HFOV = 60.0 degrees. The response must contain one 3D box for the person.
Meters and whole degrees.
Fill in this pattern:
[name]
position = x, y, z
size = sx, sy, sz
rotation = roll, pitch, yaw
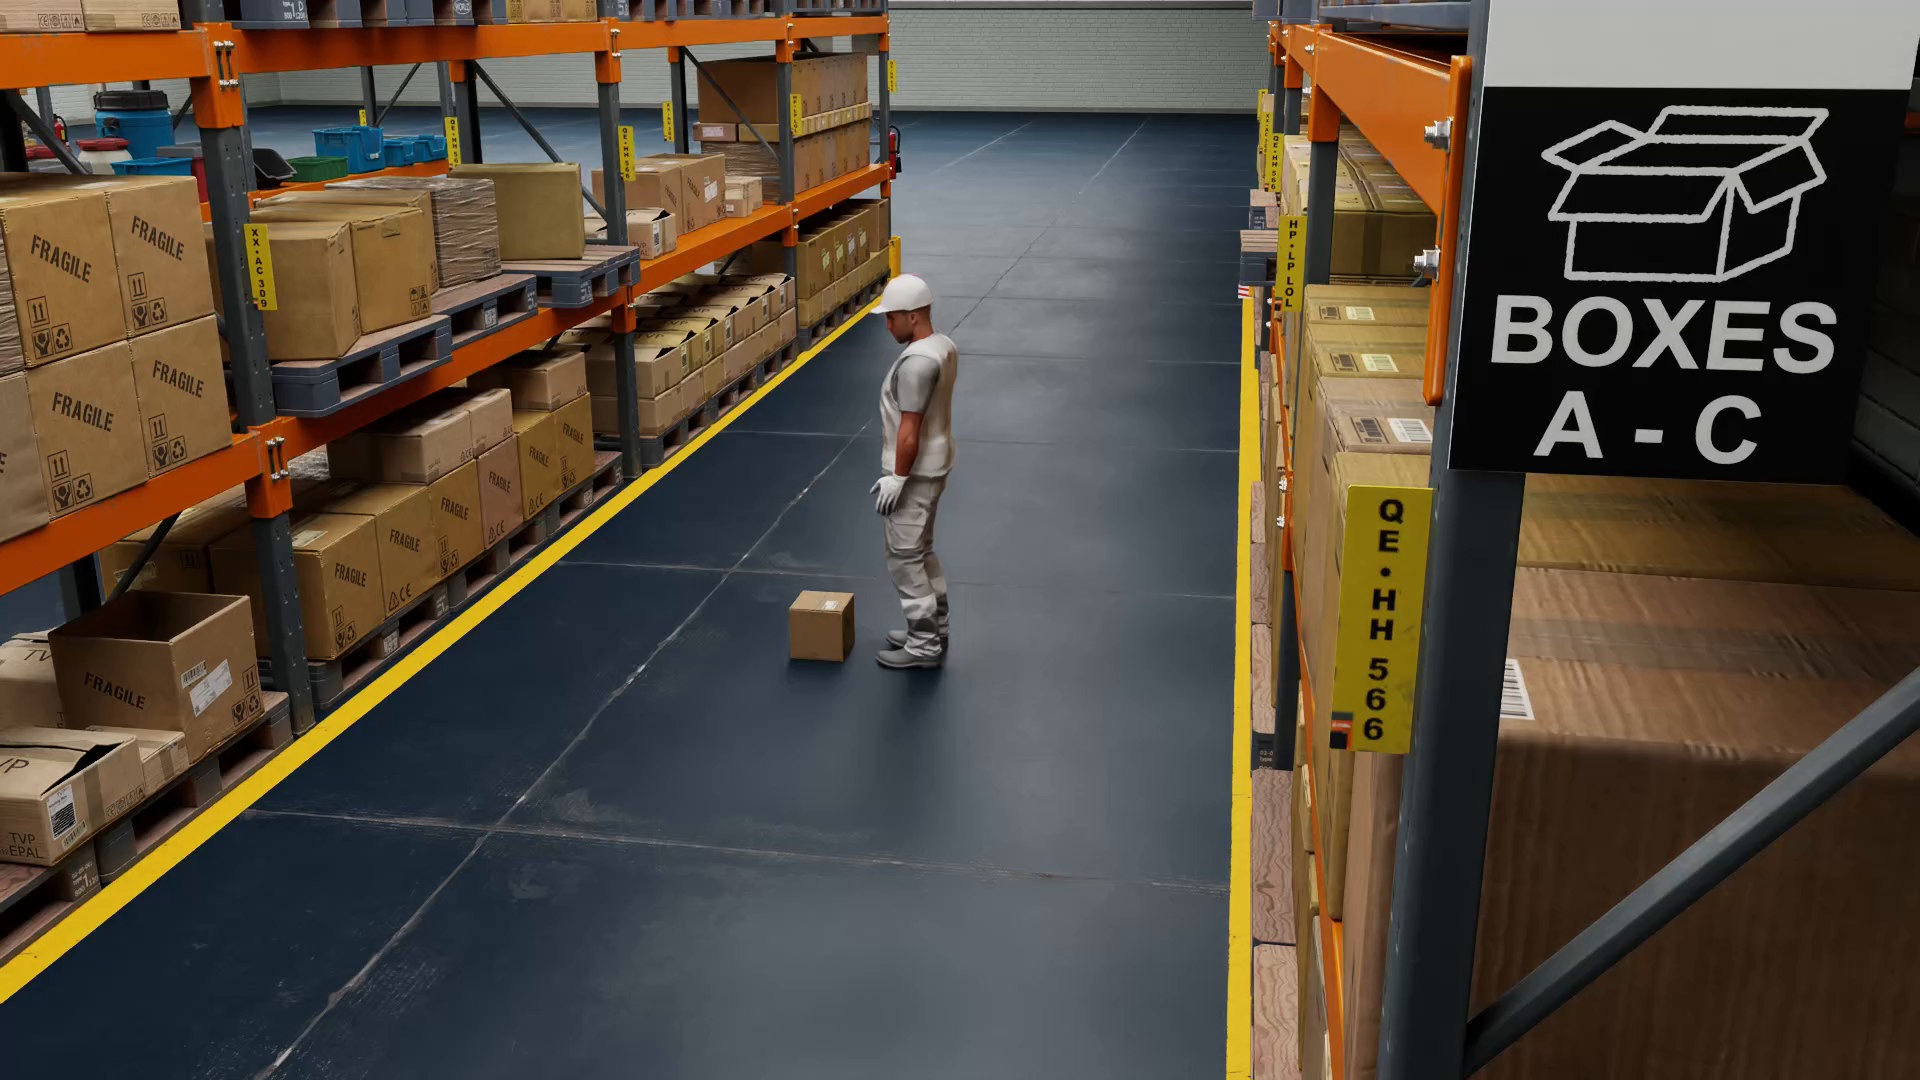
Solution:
[person]
position = -0.207, -0.298, 7.467
size = 0.364, 1.774, 0.529
rotation = 3, 18, 10
